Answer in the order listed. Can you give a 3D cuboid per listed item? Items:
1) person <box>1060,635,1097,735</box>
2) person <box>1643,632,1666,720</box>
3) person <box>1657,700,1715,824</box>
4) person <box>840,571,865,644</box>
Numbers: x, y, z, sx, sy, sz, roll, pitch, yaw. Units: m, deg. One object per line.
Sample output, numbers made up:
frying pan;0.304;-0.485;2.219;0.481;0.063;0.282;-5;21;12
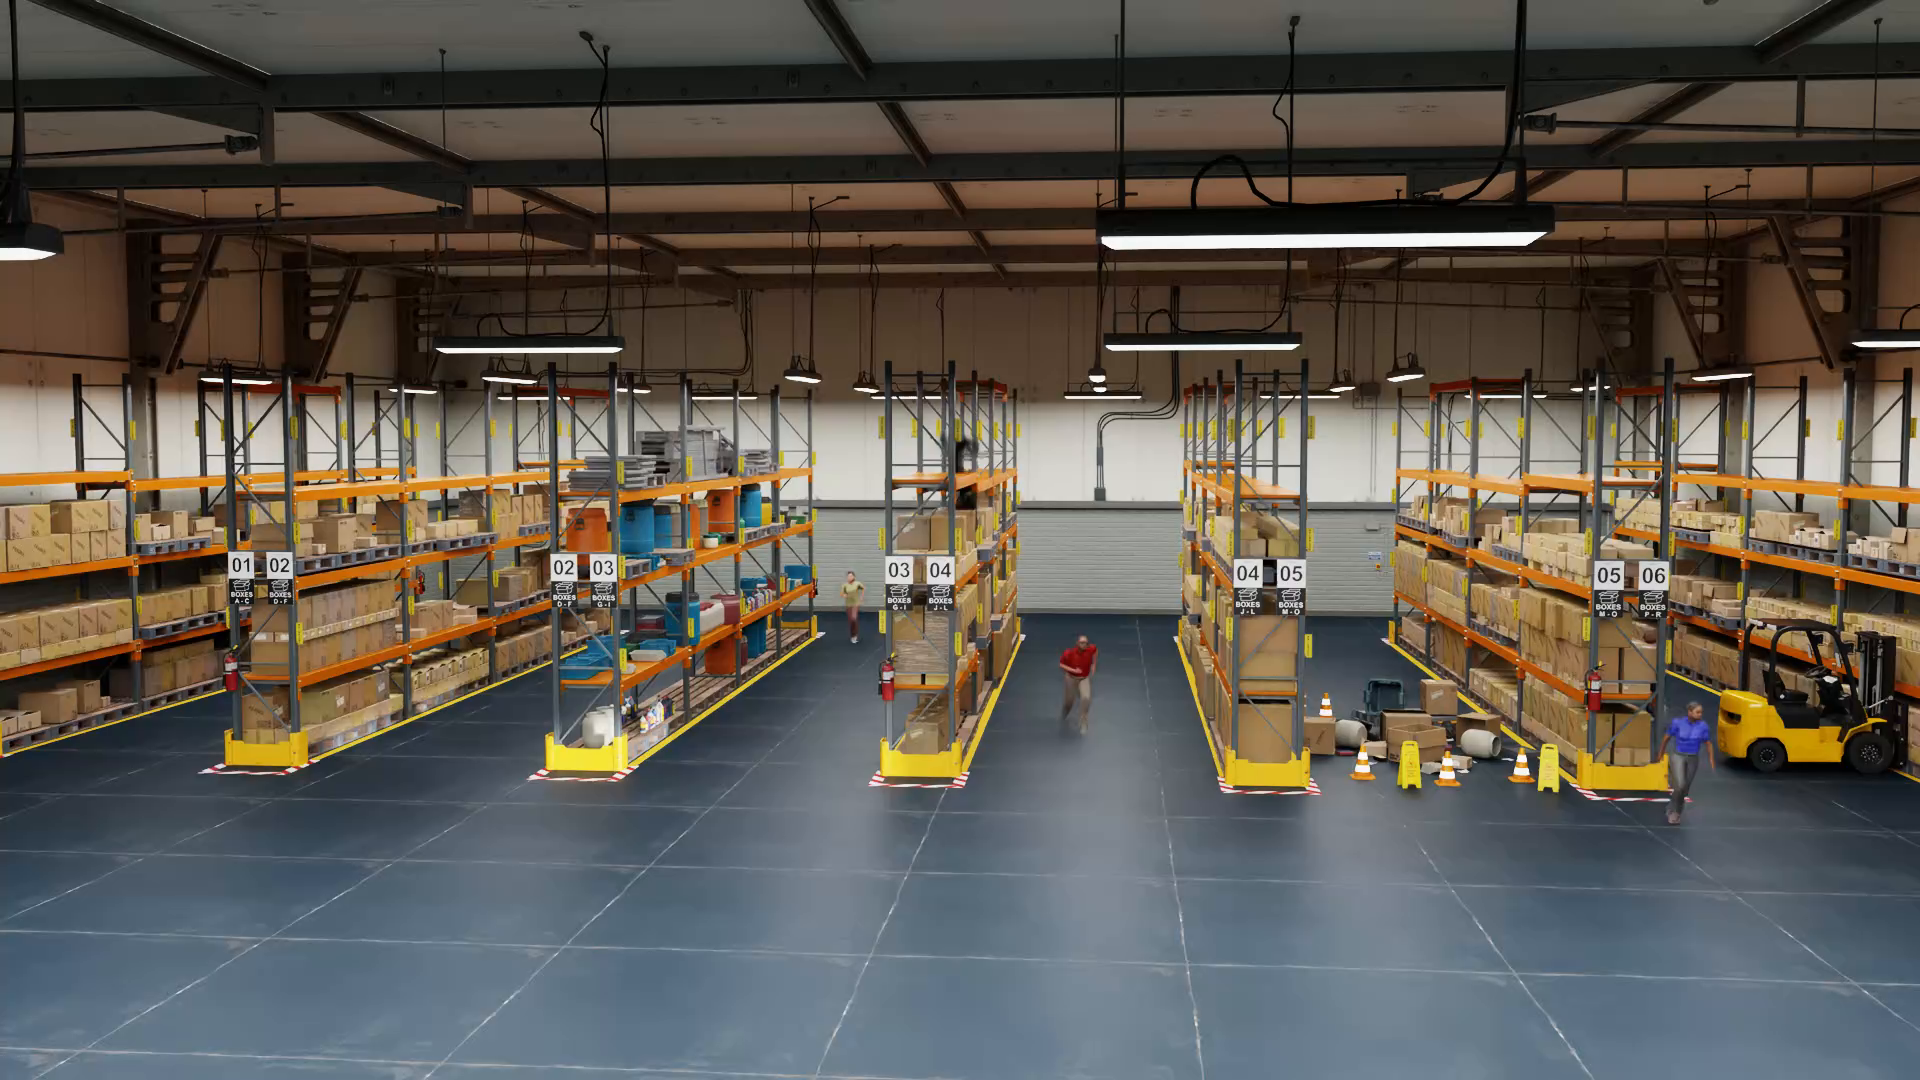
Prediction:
person;1.941;2.392;27.730;0.712;1.705;1.015;-1;4;-17
person;11.950;2.361;28.668;0.539;1.535;0.574;-1;4;-8
person;9.215;2.806;21.096;0.548;1.605;0.756;0;4;-2
person;-2.547;1.587;39.253;0.558;1.703;0.688;1;4;10
